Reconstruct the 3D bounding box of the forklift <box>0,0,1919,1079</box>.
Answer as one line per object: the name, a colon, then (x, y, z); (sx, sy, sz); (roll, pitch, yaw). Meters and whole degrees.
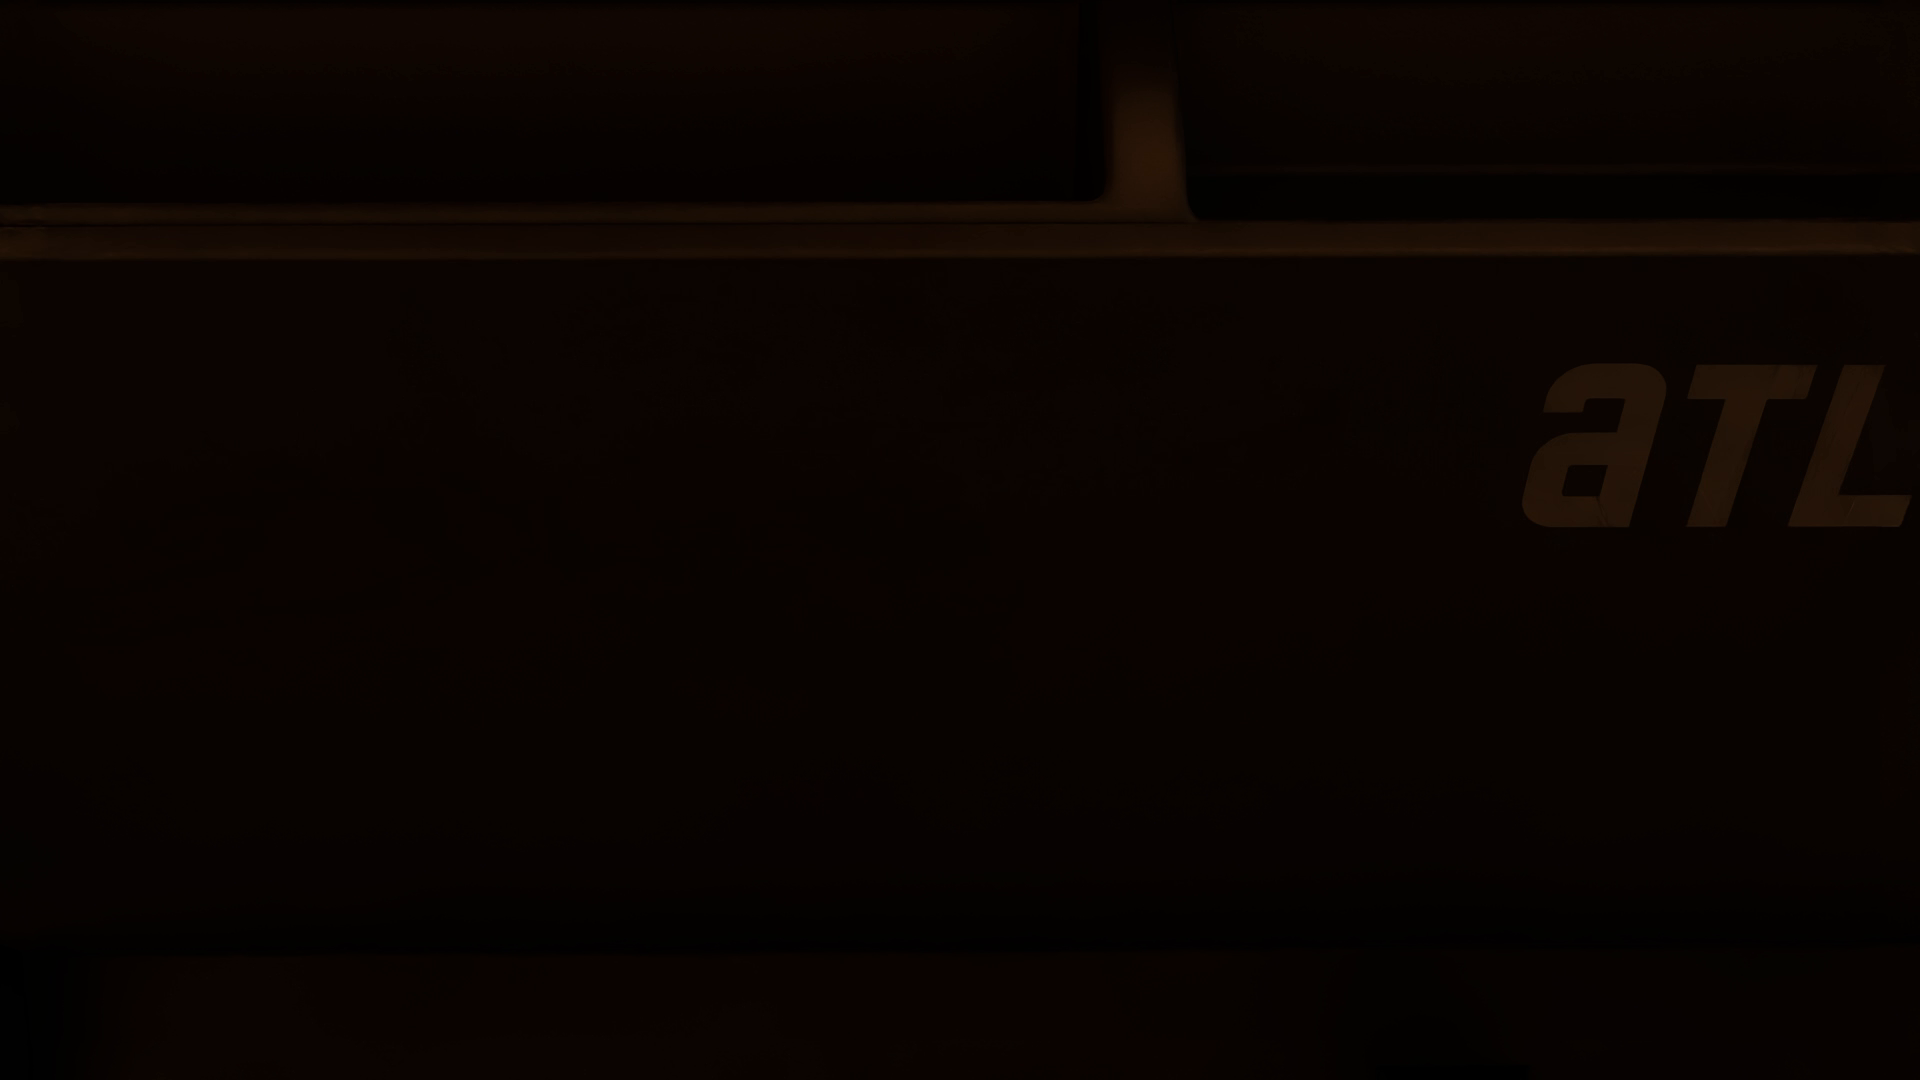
forklift: (0.067, -0.458, 0.155); (1.130, 2.935, 3.031); (0, 27, 0)
